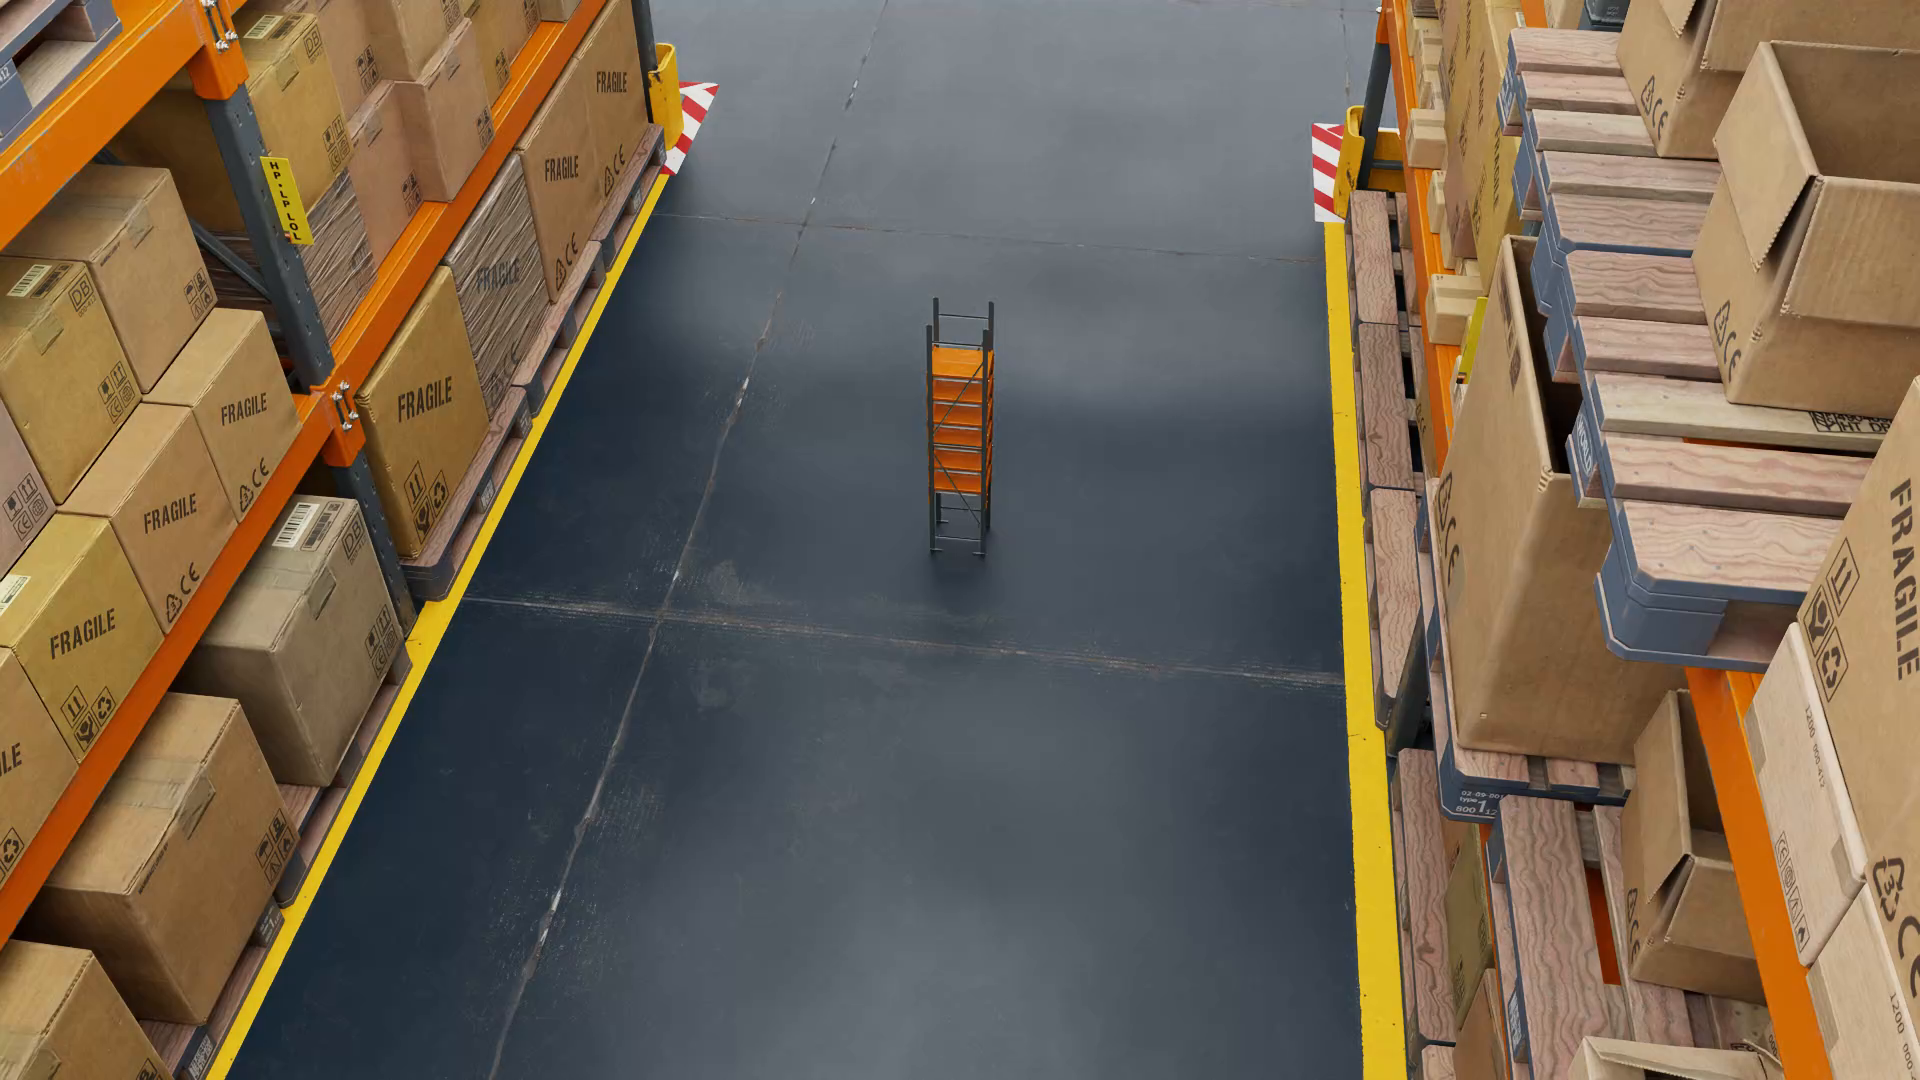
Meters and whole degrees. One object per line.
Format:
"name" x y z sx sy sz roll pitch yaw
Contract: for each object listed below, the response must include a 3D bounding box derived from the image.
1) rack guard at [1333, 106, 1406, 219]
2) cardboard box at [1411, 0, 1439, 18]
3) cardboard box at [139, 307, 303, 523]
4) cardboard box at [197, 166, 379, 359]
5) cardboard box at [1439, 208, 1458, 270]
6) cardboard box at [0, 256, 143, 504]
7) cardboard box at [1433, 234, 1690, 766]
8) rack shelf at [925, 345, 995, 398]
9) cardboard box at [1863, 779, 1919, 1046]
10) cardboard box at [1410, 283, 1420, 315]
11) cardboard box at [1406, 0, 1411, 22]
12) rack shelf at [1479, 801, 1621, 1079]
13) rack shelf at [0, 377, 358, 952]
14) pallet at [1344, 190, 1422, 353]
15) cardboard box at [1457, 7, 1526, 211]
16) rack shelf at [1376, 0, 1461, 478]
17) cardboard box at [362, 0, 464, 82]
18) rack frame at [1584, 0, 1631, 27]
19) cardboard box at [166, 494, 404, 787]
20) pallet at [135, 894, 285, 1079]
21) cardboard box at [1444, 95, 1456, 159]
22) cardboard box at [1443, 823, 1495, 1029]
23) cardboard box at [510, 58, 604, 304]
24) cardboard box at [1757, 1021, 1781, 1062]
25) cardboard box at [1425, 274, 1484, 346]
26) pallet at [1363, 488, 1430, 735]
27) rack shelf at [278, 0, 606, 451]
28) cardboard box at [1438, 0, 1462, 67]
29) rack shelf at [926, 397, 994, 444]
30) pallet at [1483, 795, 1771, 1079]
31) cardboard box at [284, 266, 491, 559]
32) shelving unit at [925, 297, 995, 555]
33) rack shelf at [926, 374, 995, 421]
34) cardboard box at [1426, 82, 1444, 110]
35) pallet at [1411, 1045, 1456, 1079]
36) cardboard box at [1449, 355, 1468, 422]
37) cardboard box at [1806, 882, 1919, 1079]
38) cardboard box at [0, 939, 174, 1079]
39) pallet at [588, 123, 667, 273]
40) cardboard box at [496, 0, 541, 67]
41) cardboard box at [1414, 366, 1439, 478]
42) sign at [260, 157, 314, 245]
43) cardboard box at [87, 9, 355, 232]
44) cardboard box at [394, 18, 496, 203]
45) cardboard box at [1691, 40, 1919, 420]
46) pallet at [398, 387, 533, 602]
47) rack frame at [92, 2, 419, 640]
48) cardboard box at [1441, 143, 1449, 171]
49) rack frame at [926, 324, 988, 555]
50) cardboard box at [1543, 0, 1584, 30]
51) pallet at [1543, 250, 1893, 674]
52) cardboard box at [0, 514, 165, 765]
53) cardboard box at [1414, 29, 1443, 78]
"rack guard" 2.662 -2.014 9.036 1.175 0.500 0.348 5 44 6
"cardboard box" 2.572 -2.746 7.701 0.875 0.500 0.500 5 44 6
"cardboard box" -2.564 -0.424 5.465 0.500 0.500 0.500 5 44 5
"cardboard box" -2.723 -1.074 6.116 0.875 0.550 0.550 5 44 6
"cardboard box" 2.094 -1.177 6.516 0.380 0.149 0.250 5 44 6
"cardboard box" -2.886 -0.477 4.794 0.700 0.500 0.500 5 44 5
"cardboard box" 1.899 -0.089 4.443 1.000 1.000 1.000 6 44 6
"rack shelf" 0.002 -0.675 6.653 0.258 0.103 0.180 5 44 6
"cardboard box" 1.486 0.473 1.973 0.500 0.500 0.500 5 44 5
"cardboard box" 2.528 -1.384 8.065 0.500 0.500 0.500 16 46 16
"cardboard box" 2.346 -2.541 7.957 0.380 0.149 0.250 5 44 6
"rack shelf" 1.879 1.377 4.160 1.077 0.370 4.000 5 44 6
"rack shelf" -3.025 0.857 4.709 1.077 0.370 4.000 5 44 6
"pallet" 2.519 -1.359 8.554 1.003 0.211 1.213 5 44 6
"cardboard box" 1.994 -1.427 5.582 0.500 0.500 0.500 5 44 6
"rack shelf" 2.407 -1.349 7.039 1.077 0.370 4.000 5 44 6
"cardboard box" -2.512 -2.203 6.523 0.875 0.550 0.550 5 44 6
"rack frame" 2.143 -2.426 3.289 1.000 3.000 0.127 5 44 6
"cardboard box" -2.753 0.328 6.074 1.050 0.750 0.750 5 44 5
"pallet" -2.946 1.612 5.416 1.003 0.211 1.213 5 44 6
"cardboard box" 2.438 -1.717 6.615 0.875 0.500 0.500 5 44 6
"cardboard box" 1.959 1.240 5.279 0.700 0.500 0.500 5 44 5
"cardboard box" -2.370 -1.806 8.238 0.875 0.875 0.875 5 44 5
"cardboard box" 2.064 1.259 3.564 0.500 0.250 0.500 4 44 4
"cardboard box" 1.938 -0.844 6.165 0.380 0.149 0.250 5 44 6
"pallet" 2.197 0.304 6.797 1.003 0.211 1.213 5 44 6
"rack shelf" -2.496 -1.869 7.588 1.077 0.370 4.000 5 44 6
"cardboard box" 2.131 -2.109 6.301 0.500 0.500 0.500 5 44 6
"rack shelf" 0.002 -0.500 6.818 0.258 0.103 0.180 5 44 6
"pallet" 1.835 1.195 3.968 1.003 0.211 1.213 5 44 6
"cardboard box" -2.608 -0.570 6.933 0.875 0.875 0.875 6 44 6
"shelving unit" 0.002 -0.446 6.870 0.258 1.200 0.189 5 44 6
"rack shelf" 0.002 -0.588 6.736 0.258 0.103 0.180 5 44 6
"cardboard box" 2.239 -1.857 7.235 0.380 0.149 0.250 5 44 6
"pallet" 1.883 2.130 4.870 1.003 0.211 1.213 5 44 6
"cardboard box" 1.922 -0.499 5.800 0.380 0.149 0.250 5 44 6
"cardboard box" 1.486 0.758 2.217 0.500 0.250 0.500 5 44 5
"cardboard box" -3.007 1.620 4.710 1.050 0.750 0.750 6 44 6
"pallet" -2.260 -1.929 9.156 1.003 0.211 1.213 5 44 6
"cardboard box" -2.485 -2.544 7.668 0.875 0.550 0.550 5 44 6
"cardboard box" 2.308 -0.583 7.218 0.500 0.500 0.500 2 43 2
"sign" -2.221 -1.116 5.485 0.100 0.325 0.005 5 44 6
"cardboard box" -2.677 -1.462 5.740 0.875 0.550 0.550 5 44 6
"cardboard box" -2.485 -1.808 6.891 0.875 0.550 0.550 5 44 6
"cardboard box" 1.859 -0.573 3.134 0.797 0.503 0.637 7 44 7
"pallet" -2.582 -0.266 7.399 1.003 0.211 1.213 5 44 6
"rack frame" -2.760 -0.767 5.901 1.000 3.000 0.127 5 44 6
"cardboard box" 2.202 -1.514 6.872 0.380 0.149 0.250 5 44 6
"rack frame" -0.010 -0.383 6.804 0.240 1.200 0.006 5 44 6
"cardboard box" 1.944 -1.617 4.725 0.500 0.250 0.500 7 44 7
"pallet" 1.822 -0.150 3.204 1.213 0.211 1.003 5 44 6
"cardboard box" -2.698 0.265 4.738 0.500 0.500 0.500 6 44 6
"cardboard box" 2.285 -2.200 7.597 0.380 0.149 0.250 5 44 6
